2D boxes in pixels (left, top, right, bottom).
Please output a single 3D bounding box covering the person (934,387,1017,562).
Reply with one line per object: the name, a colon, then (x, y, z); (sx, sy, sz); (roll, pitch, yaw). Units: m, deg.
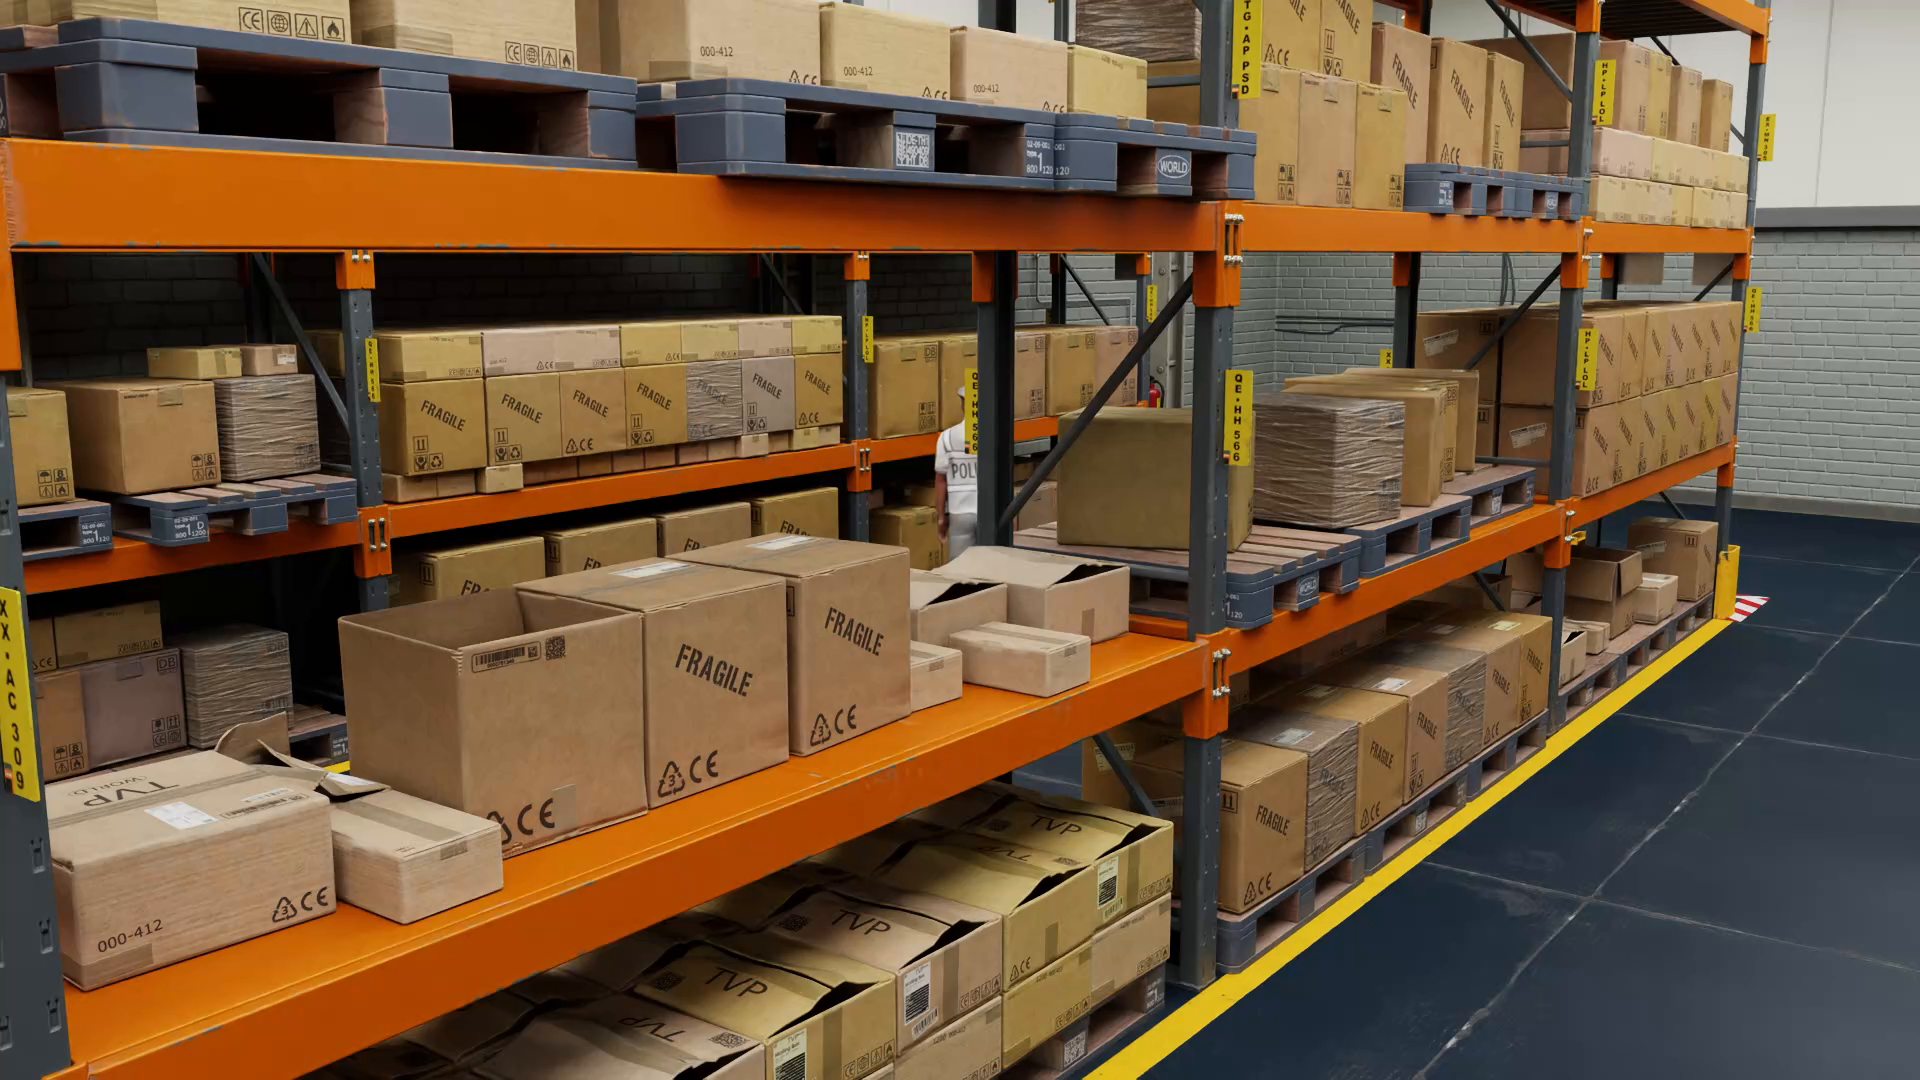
person: (0.110, -0.164, 11.252); (0.564, 1.758, 0.663); (1, 10, 7)
